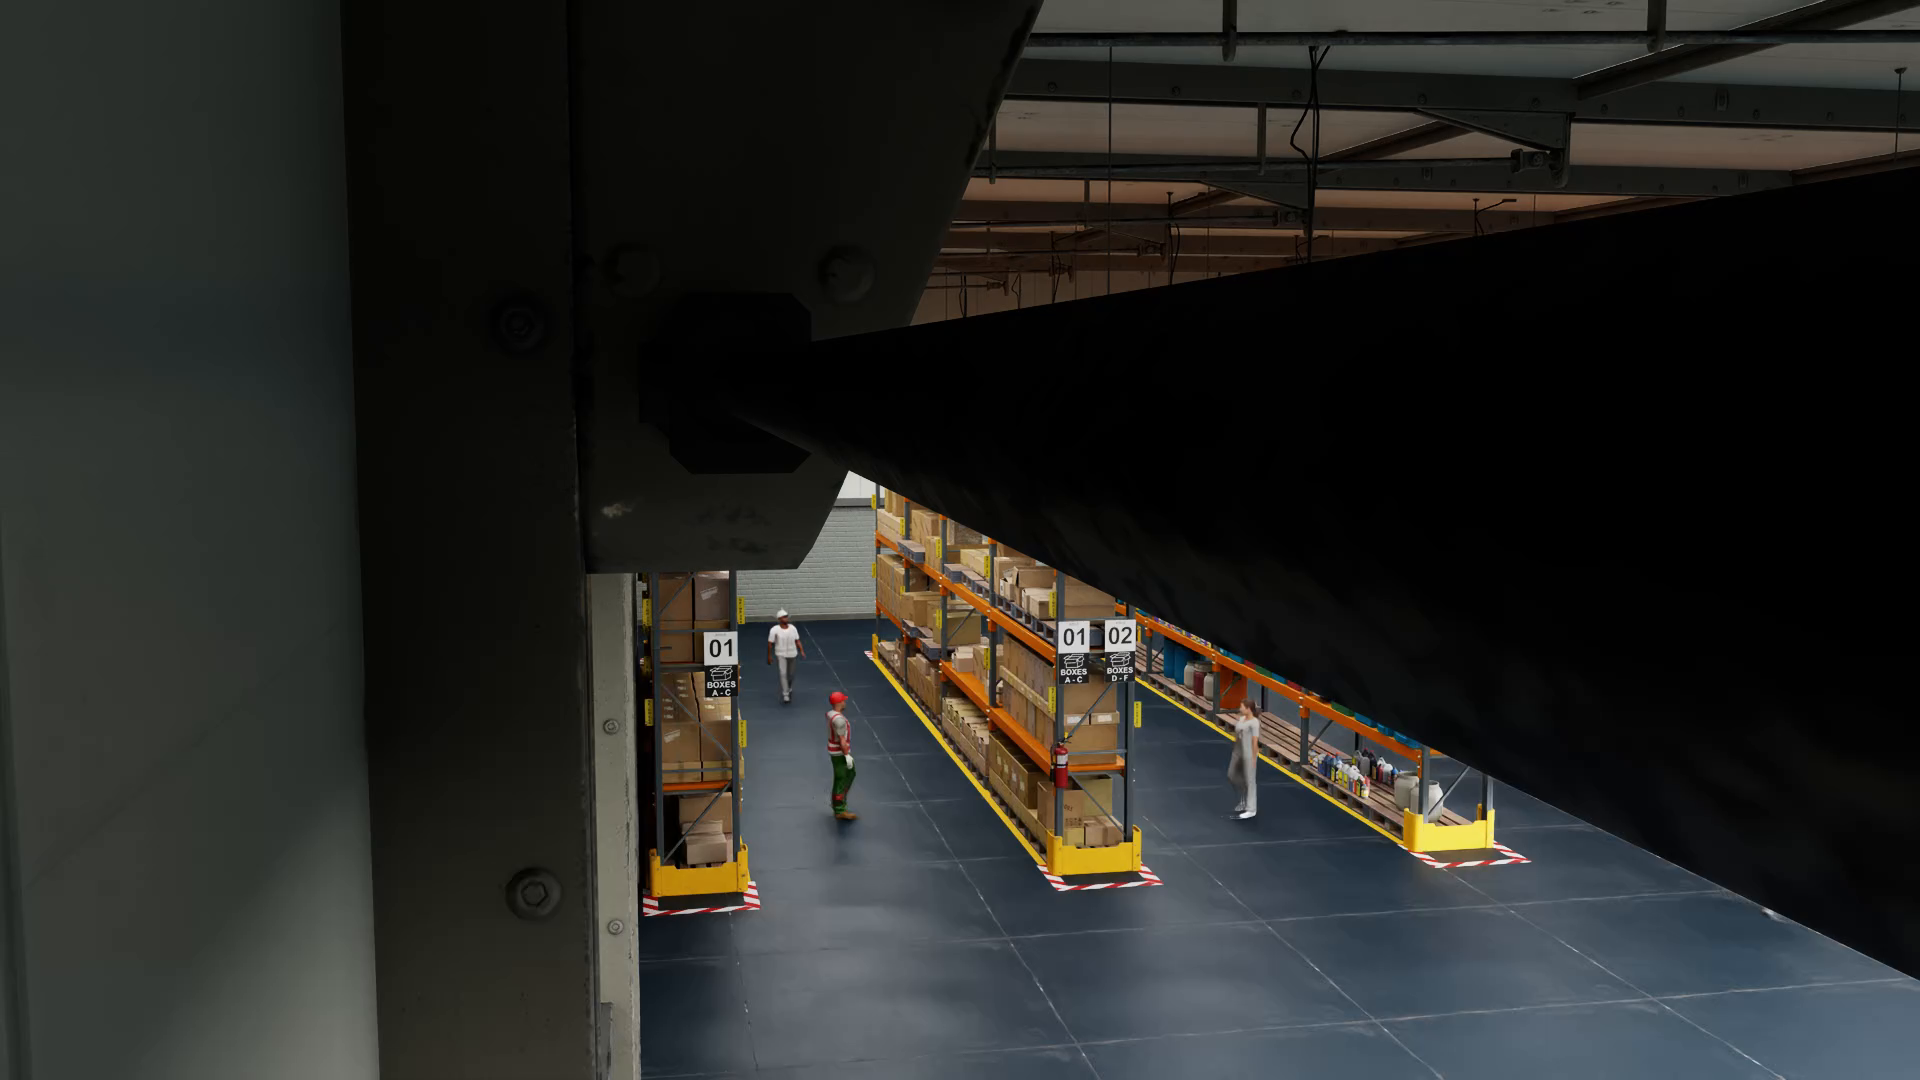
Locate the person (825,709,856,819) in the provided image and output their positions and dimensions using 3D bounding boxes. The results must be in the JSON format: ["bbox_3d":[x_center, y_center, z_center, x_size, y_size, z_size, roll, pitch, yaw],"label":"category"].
[{"bbox_3d":[-1.652,3.189,23.543,0.330,1.533,0.421,-1,6,-5],"label":"person"}]

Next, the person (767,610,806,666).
[{"bbox_3d":[-3.341,1.888,31.903,0.724,1.073,0.431,-2,6,-15],"label":"person"}]

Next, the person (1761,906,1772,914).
[{"bbox_3d":[9.578,3.802,19.377,0.429,1.080,0.470,3,7,30],"label":"person"}]

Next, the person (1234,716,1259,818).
[{"bbox_3d":[4.053,3.196,23.604,0.459,1.437,0.482,-3,7,-28],"label":"person"}]
